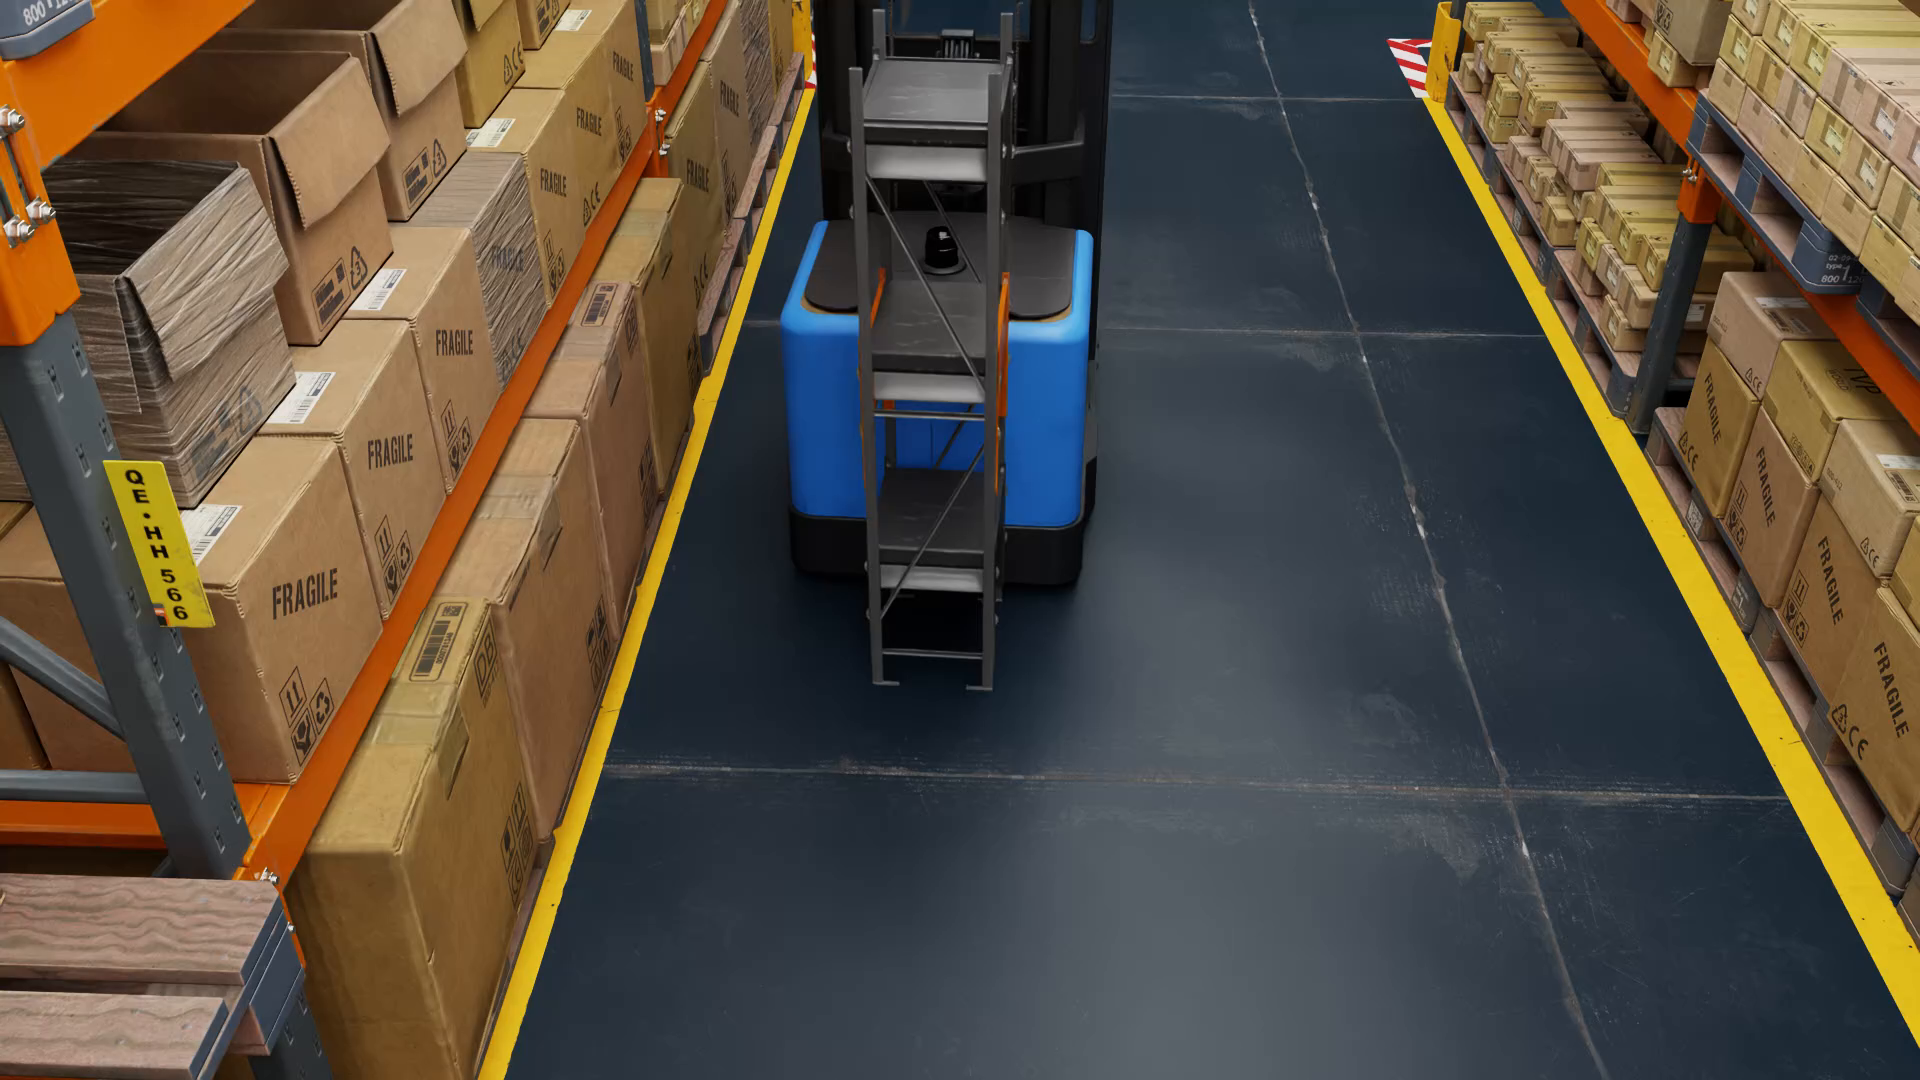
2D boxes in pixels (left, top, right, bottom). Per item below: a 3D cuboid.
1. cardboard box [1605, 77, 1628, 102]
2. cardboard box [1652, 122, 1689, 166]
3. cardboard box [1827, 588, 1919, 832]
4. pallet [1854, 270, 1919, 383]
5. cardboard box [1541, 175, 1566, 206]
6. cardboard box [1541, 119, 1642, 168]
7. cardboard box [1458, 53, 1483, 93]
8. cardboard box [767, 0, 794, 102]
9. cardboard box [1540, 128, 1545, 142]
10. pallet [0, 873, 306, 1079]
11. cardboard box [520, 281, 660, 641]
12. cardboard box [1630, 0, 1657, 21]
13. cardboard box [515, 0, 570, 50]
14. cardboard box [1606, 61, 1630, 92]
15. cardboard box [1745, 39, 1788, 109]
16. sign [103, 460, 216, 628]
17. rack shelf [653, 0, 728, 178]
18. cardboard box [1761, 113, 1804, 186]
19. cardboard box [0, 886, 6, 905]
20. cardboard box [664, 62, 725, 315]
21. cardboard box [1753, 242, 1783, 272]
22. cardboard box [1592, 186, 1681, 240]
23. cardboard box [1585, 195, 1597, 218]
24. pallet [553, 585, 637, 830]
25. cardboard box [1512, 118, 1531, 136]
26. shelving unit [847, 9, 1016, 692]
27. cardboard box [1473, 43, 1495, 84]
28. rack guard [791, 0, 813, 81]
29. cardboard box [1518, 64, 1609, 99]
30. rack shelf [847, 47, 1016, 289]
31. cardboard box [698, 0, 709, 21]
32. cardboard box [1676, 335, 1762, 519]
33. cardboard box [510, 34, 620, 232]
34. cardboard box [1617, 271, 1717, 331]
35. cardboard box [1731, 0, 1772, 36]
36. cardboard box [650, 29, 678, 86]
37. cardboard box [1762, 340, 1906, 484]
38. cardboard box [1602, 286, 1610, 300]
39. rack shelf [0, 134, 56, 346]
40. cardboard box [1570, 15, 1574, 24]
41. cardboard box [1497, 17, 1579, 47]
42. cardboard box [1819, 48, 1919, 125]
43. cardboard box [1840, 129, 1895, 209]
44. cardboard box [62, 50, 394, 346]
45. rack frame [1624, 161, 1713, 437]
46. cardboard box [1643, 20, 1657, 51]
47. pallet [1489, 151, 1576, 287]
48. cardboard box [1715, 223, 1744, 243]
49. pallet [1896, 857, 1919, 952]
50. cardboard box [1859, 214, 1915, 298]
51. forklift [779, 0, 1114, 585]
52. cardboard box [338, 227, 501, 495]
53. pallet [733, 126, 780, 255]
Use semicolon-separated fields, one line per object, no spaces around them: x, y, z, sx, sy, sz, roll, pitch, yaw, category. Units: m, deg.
3.567;-2.345;8.833;0.380;0.149;0.250;1;35;1;cardboard box
3.536;-1.879;7.911;0.380;0.149;0.250;0;35;0;cardboard box
2.910;0.482;4.764;0.500;0.500;0.500;0;35;0;cardboard box
3.153;-0.442;4.437;1.003;0.211;1.213;1;35;2;pallet
3.070;-1.662;8.120;0.380;0.149;0.250;2;35;3;cardboard box
3.009;-1.891;7.928;0.380;0.149;0.250;0;35;0;cardboard box
3.095;-2.690;9.583;0.380;0.149;0.250;2;35;3;cardboard box
-1.461;-3.084;9.512;0.875;0.875;0.875;1;35;2;cardboard box
3.166;-2.055;8.421;0.380;0.149;0.250;3;35;4;cardboard box
-1.759;0.936;2.477;1.213;0.211;1.003;1;35;2;pallet
-1.717;-0.274;5.514;1.225;0.875;0.875;0;35;0;cardboard box
3.035;-2.426;6.747;0.500;0.500;0.500;0;35;1;cardboard box
-1.694;-1.937;5.438;0.797;0.503;0.637;0;35;1;cardboard box
3.643;-2.475;8.760;0.380;0.149;0.250;0;35;0;cardboard box
2.792;-1.506;5.379;0.380;0.149;0.250;1;35;1;cardboard box
-1.294;0.011;2.687;0.100;0.325;0.005;1;35;2;sign
-1.596;-2.708;8.120;1.077;0.370;4.000;1;35;2;rack shelf
2.781;-1.231;5.246;0.380;0.149;0.250;2;35;2;cardboard box
-1.819;0.544;2.415;0.500;0.500;0.500;-3;35;-4;cardboard box
-1.570;-1.533;7.305;0.875;0.875;0.875;1;35;2;cardboard box
3.496;-1.122;6.835;0.380;0.149;0.250;3;35;4;cardboard box
3.003;-1.430;7.273;0.380;0.149;0.250;1;35;1;cardboard box
3.070;-1.448;7.556;0.380;0.149;0.250;2;35;2;cardboard box
-1.678;0.436;5.446;1.003;0.211;1.213;1;35;2;pallet
3.129;-2.102;8.746;0.380;0.149;0.250;1;35;2;cardboard box
-0.071;-0.507;5.145;0.431;2.100;0.503;3;35;4;shelving unit
3.091;-2.654;9.274;0.380;0.149;0.250;1;35;2;cardboard box
-1.515;-3.142;10.286;1.175;0.500;0.348;1;35;2;rack guard
3.099;-2.328;8.550;0.380;0.149;0.250;3;35;4;cardboard box
-0.071;-1.068;4.750;0.431;0.518;0.480;3;35;4;rack shelf
-1.303;-2.366;7.226;0.380;0.149;0.250;0;35;1;cardboard box
2.981;-0.411;6.035;0.500;0.500;0.500;3;35;4;cardboard box
-1.449;-1.335;5.453;0.500;0.500;0.500;2;35;3;cardboard box
2.971;-0.996;6.913;0.380;0.149;0.250;2;35;3;cardboard box
2.800;-1.777;5.506;0.380;0.149;0.250;3;35;4;cardboard box
-1.332;-1.912;6.581;0.380;0.149;0.250;1;35;2;cardboard box
2.963;-0.412;5.384;0.500;0.250;0.500;2;35;3;cardboard box
3.045;-1.066;7.272;0.380;0.149;0.250;2;35;3;cardboard box
-1.917;0.661;0.717;1.077;0.370;4.000;1;35;2;rack shelf
3.668;-2.917;9.389;0.380;0.149;0.250;2;35;2;cardboard box
3.185;-2.773;9.183;0.380;0.149;0.250;2;35;3;cardboard box
2.770;-1.326;4.864;0.380;0.149;0.250;1;35;1;cardboard box
2.763;-1.054;4.735;0.380;0.149;0.250;3;35;4;cardboard box
-1.763;-0.800;3.820;0.797;0.503;0.637;2;35;3;cardboard box
3.276;-1.680;6.032;1.000;3.000;0.127;1;35;2;rack frame
3.025;-2.050;6.776;0.380;0.149;0.250;3;35;4;cardboard box
3.313;-1.629;8.384;1.003;0.211;1.213;1;35;2;pallet
3.504;-1.297;7.342;0.380;0.149;0.250;1;35;2;cardboard box
3.148;1.310;4.203;1.003;0.211;1.213;1;35;2;pallet
2.753;-0.783;4.609;0.380;0.149;0.250;1;35;1;cardboard box
0.033;-1.869;6.360;1.130;2.935;3.031;3;35;4;forklift
-1.510;-0.459;4.208;0.500;0.500;0.500;1;35;1;cardboard box
-1.521;-1.850;8.699;1.003;0.211;1.213;1;35;2;pallet
